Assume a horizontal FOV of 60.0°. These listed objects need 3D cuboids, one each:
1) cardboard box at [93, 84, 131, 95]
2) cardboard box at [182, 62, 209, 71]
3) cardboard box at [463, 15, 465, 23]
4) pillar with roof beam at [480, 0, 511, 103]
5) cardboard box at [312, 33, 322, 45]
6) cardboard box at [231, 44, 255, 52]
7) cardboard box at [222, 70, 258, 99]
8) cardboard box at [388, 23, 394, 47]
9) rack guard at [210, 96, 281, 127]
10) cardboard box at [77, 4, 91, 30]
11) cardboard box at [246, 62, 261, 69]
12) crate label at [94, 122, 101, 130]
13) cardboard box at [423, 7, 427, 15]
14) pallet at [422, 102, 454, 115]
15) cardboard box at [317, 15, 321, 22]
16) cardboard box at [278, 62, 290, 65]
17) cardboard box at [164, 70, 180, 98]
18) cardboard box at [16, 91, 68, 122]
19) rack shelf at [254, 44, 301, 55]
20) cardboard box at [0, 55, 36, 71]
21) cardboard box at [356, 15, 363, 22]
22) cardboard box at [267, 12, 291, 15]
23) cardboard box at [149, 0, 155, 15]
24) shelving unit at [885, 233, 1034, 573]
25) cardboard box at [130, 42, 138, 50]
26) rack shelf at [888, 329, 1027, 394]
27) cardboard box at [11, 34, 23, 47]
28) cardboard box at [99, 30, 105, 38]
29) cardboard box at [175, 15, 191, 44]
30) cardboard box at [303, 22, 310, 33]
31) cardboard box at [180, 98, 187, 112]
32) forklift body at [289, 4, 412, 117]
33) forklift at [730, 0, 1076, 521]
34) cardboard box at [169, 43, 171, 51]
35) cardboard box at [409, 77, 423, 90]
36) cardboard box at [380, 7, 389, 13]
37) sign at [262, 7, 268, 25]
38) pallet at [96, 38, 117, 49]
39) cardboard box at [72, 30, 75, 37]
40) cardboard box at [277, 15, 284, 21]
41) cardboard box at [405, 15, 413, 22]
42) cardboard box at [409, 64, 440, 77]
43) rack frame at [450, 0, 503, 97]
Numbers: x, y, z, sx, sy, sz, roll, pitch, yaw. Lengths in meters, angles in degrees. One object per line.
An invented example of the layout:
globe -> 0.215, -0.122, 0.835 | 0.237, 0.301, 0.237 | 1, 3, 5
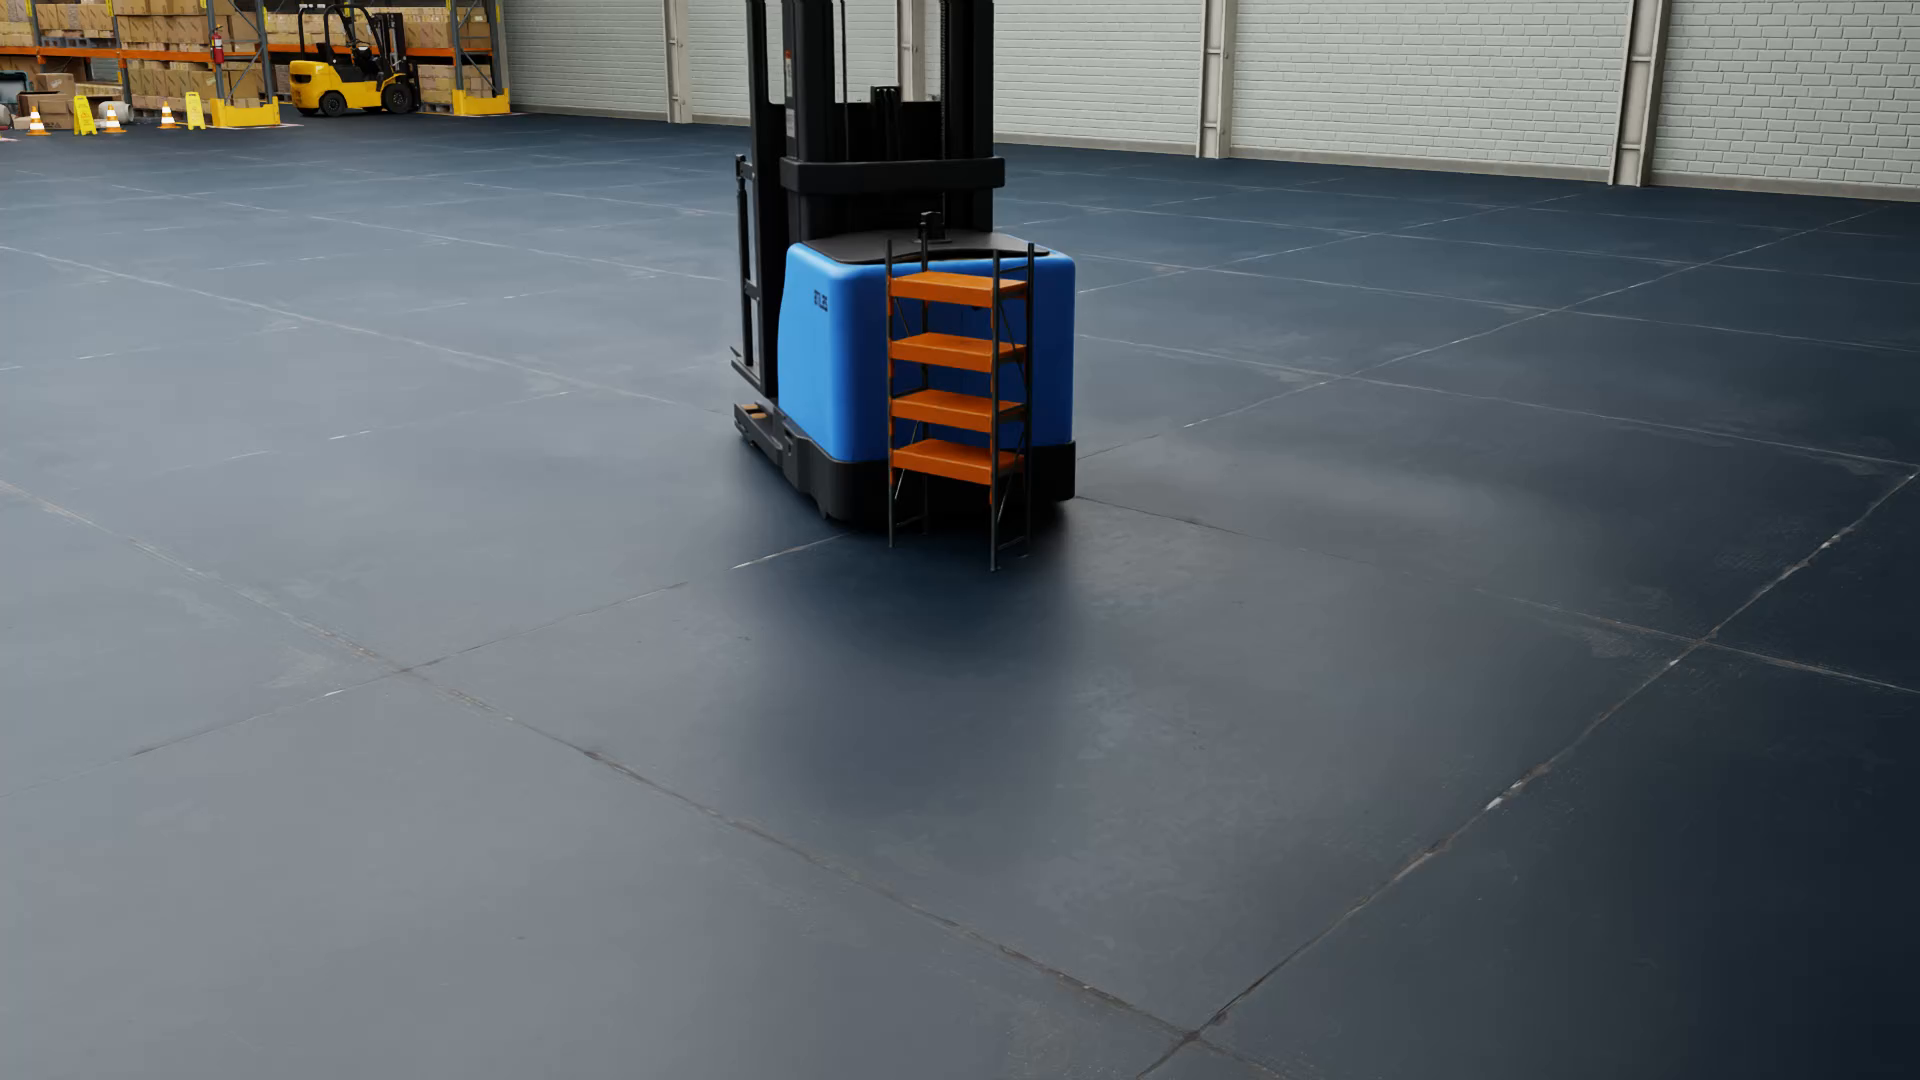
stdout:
cardboard box -> -17.099, -9.112, 34.014 | 0.950, 0.372, 0.625 | -17, 24, -42
cardboard box -> -14.264, -8.829, 31.013 | 0.250, 0.149, 0.380 | 16, 24, 41
cardboard box -> -10.189, -10.755, 34.305 | 0.250, 0.149, 0.380 | 15, 23, 39
pillar with roof beam -> -12.661, -12.466, 31.014 | 0.400, 9.000, 9.100 | 15, 23, 39
cardboard box -> -14.154, -11.216, 37.243 | 0.500, 0.250, 0.500 | 15, 23, 40
cardboard box -> -13.290, -9.108, 30.767 | 0.250, 0.149, 0.380 | 15, 23, 39
cardboard box -> -13.611, -8.589, 31.328 | 0.500, 0.500, 0.500 | 14, 22, 37
cardboard box -> -11.934, -10.737, 35.319 | 0.500, 0.500, 0.500 | 15, 23, 39
rack guard -> -13.230, -7.936, 30.793 | 0.348, 0.500, 1.175 | 15, 23, 39
cardboard box -> -17.416, -10.550, 33.546 | 0.500, 0.500, 0.500 | 16, 24, 41
cardboard box -> -16.795, -11.313, 39.666 | 0.250, 0.149, 0.380 | 14, 22, 37
crate label -> -15.463, -7.367, 29.599 | 0.298, 0.136, 0.250 | 4, 18, 11
cardboard box -> -10.845, -10.915, 34.316 | 0.250, 0.149, 0.380 | 15, 23, 40
pallet -> -10.481, -9.051, 34.783 | 1.213, 0.211, 1.003 | 15, 23, 39
cardboard box -> -14.068, -11.613, 37.008 | 0.250, 0.149, 0.380 | 14, 23, 38
cardboard box -> -16.048, -11.336, 39.738 | 0.250, 0.149, 0.380 | 17, 24, 42
cardboard box -> -14.711, -8.668, 31.579 | 0.500, 0.500, 0.500 | 14, 23, 38
cardboard box -> -16.872, -7.953, 30.616 | 0.503, 0.637, 0.797 | 15, 23, 39
rack shelf -> -17.361, -11.901, 40.343 | 4.000, 0.370, 1.077 | 15, 23, 39
cardboard box -> -20.951, -10.424, 37.315 | 0.875, 0.875, 0.875 | 16, 24, 41
cardboard box -> -12.809, -11.273, 35.936 | 0.250, 0.149, 0.380 | 15, 23, 38
cardboard box -> -16.146, -12.229, 39.327 | 0.500, 0.500, 0.500 | 16, 24, 42
cardboard box -> -14.804, -10.146, 31.312 | 0.500, 0.500, 0.700 | 15, 23, 39
shelving unit -> -0.003, -0.524, 6.279 | 0.503, 1.200, 0.258 | 12, 21, 34
cardboard box -> -15.919, -9.621, 32.385 | 0.250, 0.149, 0.380 | 16, 24, 41
rack shelf -> -0.003, -0.673, 6.232 | 0.480, 0.148, 0.258 | 12, 21, 34
cardboard box -> -20.100, -10.789, 35.898 | 0.500, 0.250, 0.500 | 16, 23, 40
cardboard box -> -16.918, -10.094, 33.180 | 0.250, 0.149, 0.380 | 14, 22, 38
cardboard box -> -14.133, -9.450, 30.774 | 0.500, 0.500, 0.500 | 15, 23, 39
cardboard box -> -14.543, -11.558, 37.494 | 0.500, 0.250, 0.500 | 15, 23, 40
cardboard box -> -14.338, -8.209, 31.372 | 0.500, 0.250, 0.500 | 15, 23, 39
forklift body -> -12.510, -9.800, 33.935 | 1.214, 2.155, 2.313 | 15, 23, 39
forklift -> -0.476, -1.879, 7.688 | 1.130, 2.935, 3.031 | -6, 19, -18
cardboard box -> -14.725, -9.331, 31.470 | 0.250, 0.149, 0.380 | 15, 23, 39
cardboard box -> -11.221, -9.593, 34.906 | 0.500, 0.250, 0.500 | 14, 23, 38
cardboard box -> -12.043, -11.205, 35.230 | 0.250, 0.149, 0.380 | 15, 23, 38
sign -> -12.813, -9.648, 30.623 | 0.005, 0.325, 0.100 | 15, 23, 39
pallet -> -16.640, -10.011, 33.514 | 1.213, 0.211, 1.003 | 15, 23, 39
cardboard box -> -18.012, -10.424, 34.219 | 0.250, 0.149, 0.380 | 16, 24, 41
cardboard box -> -15.412, -11.970, 38.132 | 0.250, 0.149, 0.380 | 16, 24, 41
cardboard box -> -11.302, -10.852, 34.608 | 0.250, 0.149, 0.380 | 15, 23, 40
cardboard box -> -11.202, -9.825, 34.809 | 0.500, 0.250, 0.500 | 15, 23, 40
rack frame -> -9.881, -10.236, 33.908 | 0.127, 3.000, 1.000 | 15, 23, 39
